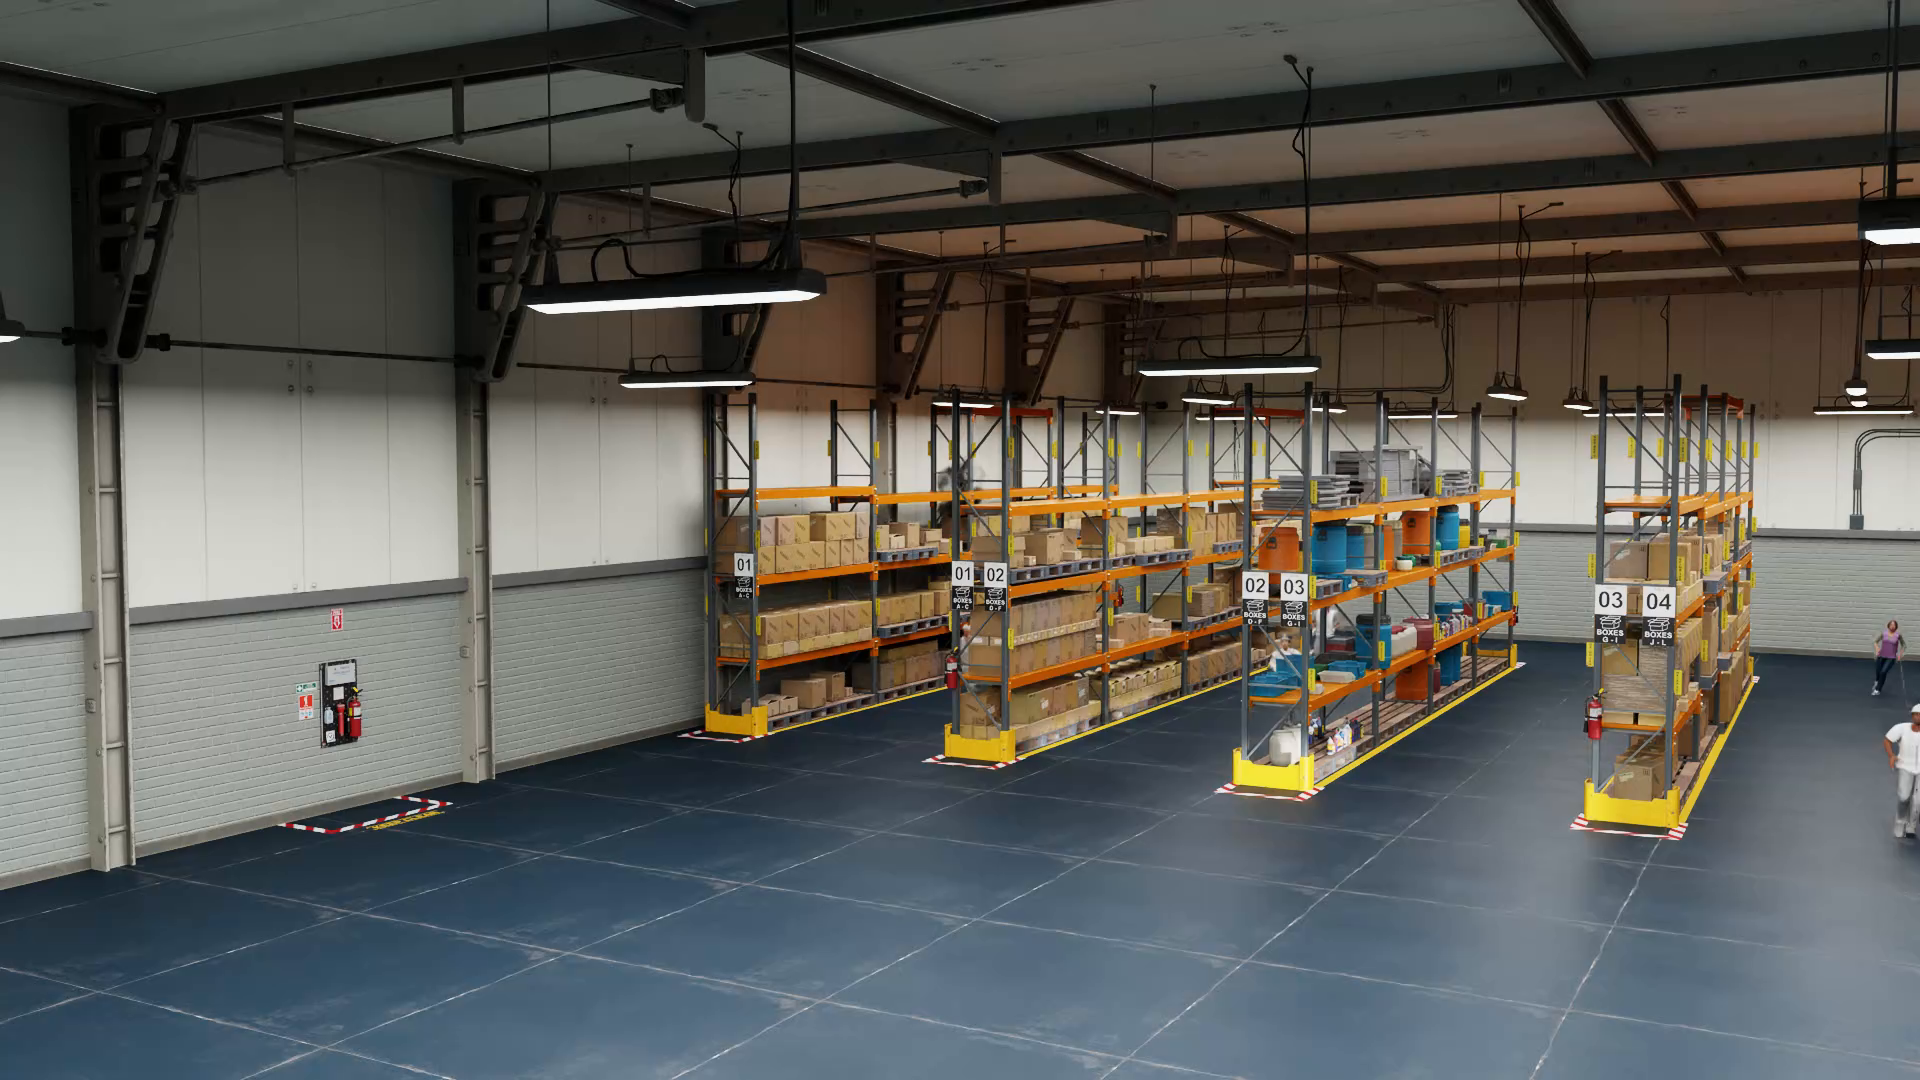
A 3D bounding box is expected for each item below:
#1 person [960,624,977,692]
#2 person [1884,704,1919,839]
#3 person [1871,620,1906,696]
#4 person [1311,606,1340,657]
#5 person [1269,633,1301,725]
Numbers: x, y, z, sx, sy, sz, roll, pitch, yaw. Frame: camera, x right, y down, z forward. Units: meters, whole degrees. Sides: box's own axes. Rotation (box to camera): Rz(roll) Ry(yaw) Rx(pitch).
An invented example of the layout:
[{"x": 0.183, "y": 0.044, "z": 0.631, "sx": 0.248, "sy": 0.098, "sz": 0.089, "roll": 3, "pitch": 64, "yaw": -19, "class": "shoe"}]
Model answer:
[{"x": 0.203, "y": 2.417, "z": 31.296, "sx": 0.628, "sy": 1.716, "sz": 0.828, "roll": 1, "pitch": 3, "yaw": 21, "class": "person"}, {"x": 12.275, "y": 2.982, "z": 21.374, "sx": 0.682, "sy": 1.766, "sz": 0.686, "roll": 1, "pitch": 3, "yaw": 24, "class": "person"}, {"x": 18.944, "y": 2.399, "z": 33.923, "sx": 0.596, "sy": 1.540, "sz": 0.710, "roll": 2, "pitch": 4, "yaw": 36, "class": "person"}, {"x": 8.062, "y": 2.138, "z": 36.803, "sx": 0.656, "sy": 1.736, "sz": 0.582, "roll": 1, "pitch": 3, "yaw": 19, "class": "person"}, {"x": 5.886, "y": 2.545, "z": 30.092, "sx": 0.599, "sy": 1.729, "sz": 0.703, "roll": 2, "pitch": 4, "yaw": 29, "class": "person"}]
